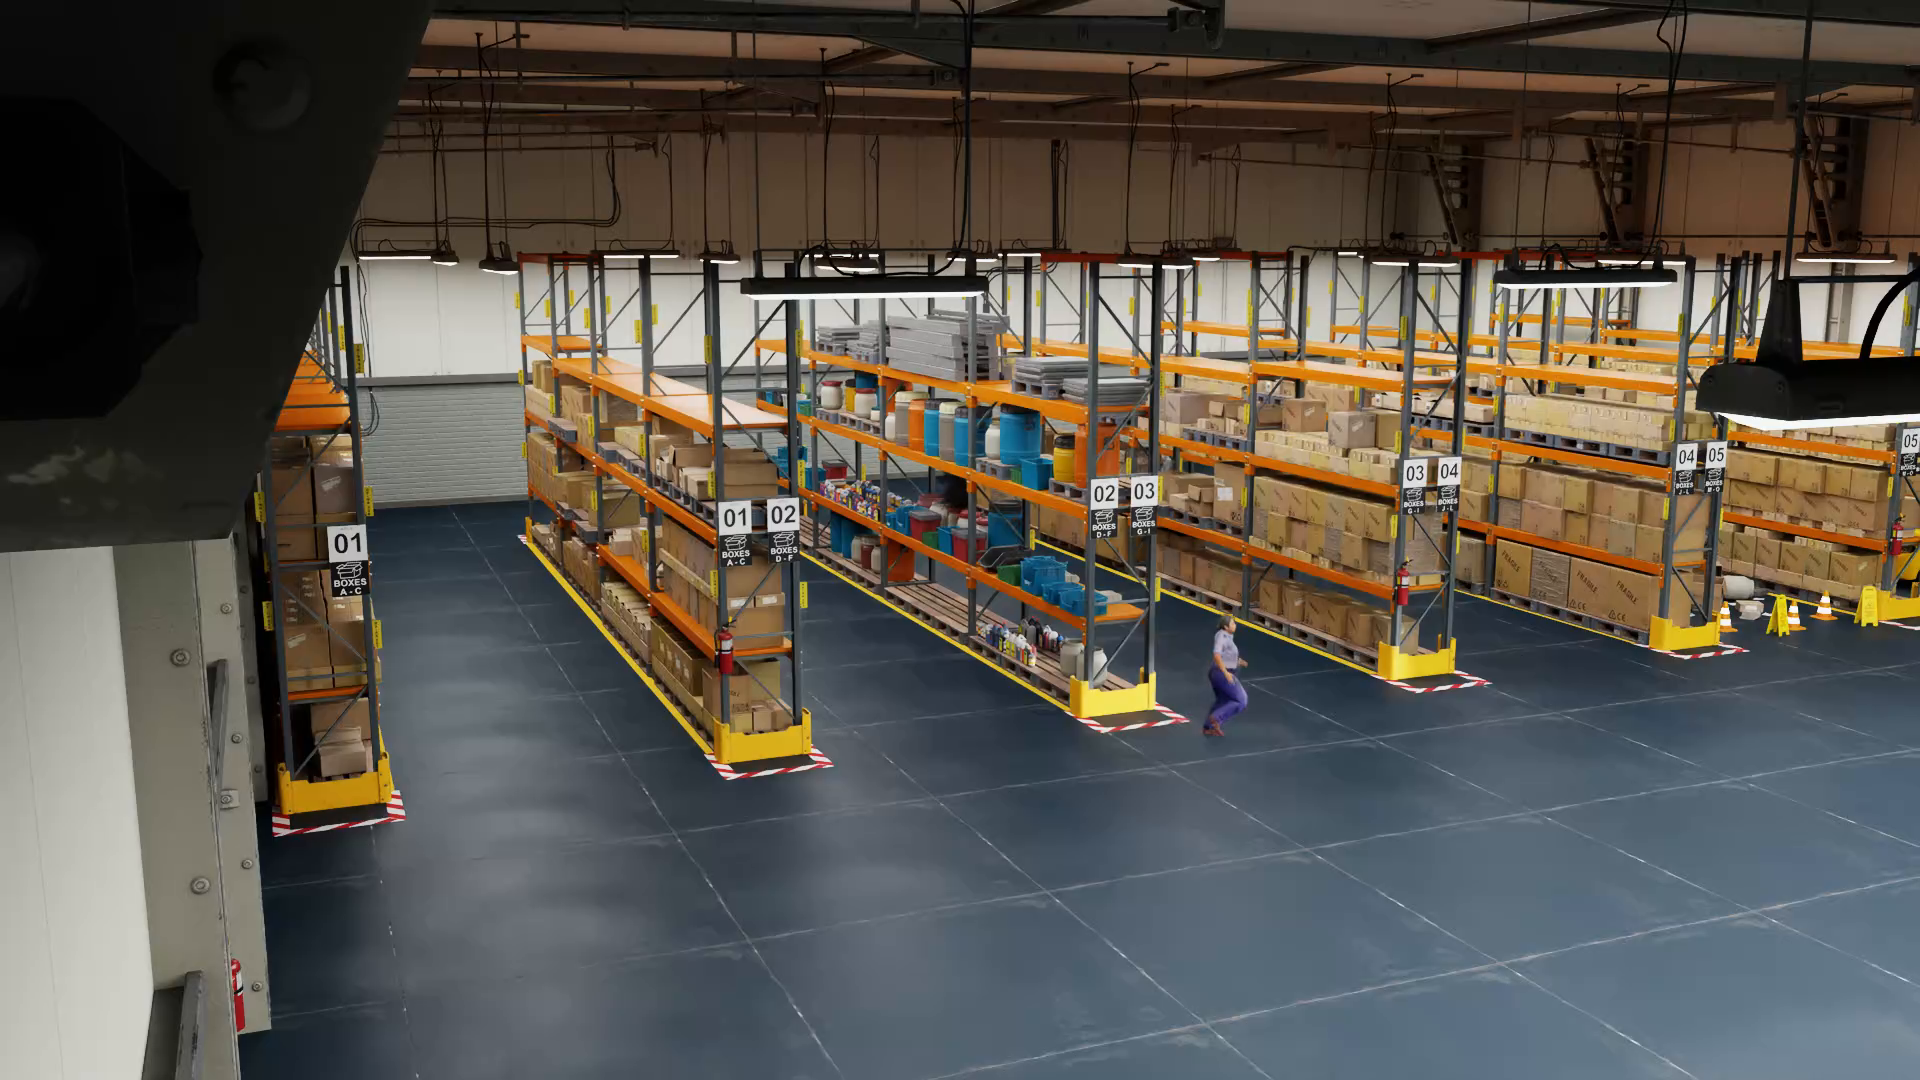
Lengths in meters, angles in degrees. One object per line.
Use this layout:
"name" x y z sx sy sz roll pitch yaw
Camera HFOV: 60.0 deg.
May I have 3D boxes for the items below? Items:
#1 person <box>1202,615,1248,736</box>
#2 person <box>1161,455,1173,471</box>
"person" 3.401 1.757 21.146 0.565 1.603 0.648 0 10 -1
"person" 5.353 -2.098 41.851 0.563 1.684 0.705 4 11 23
